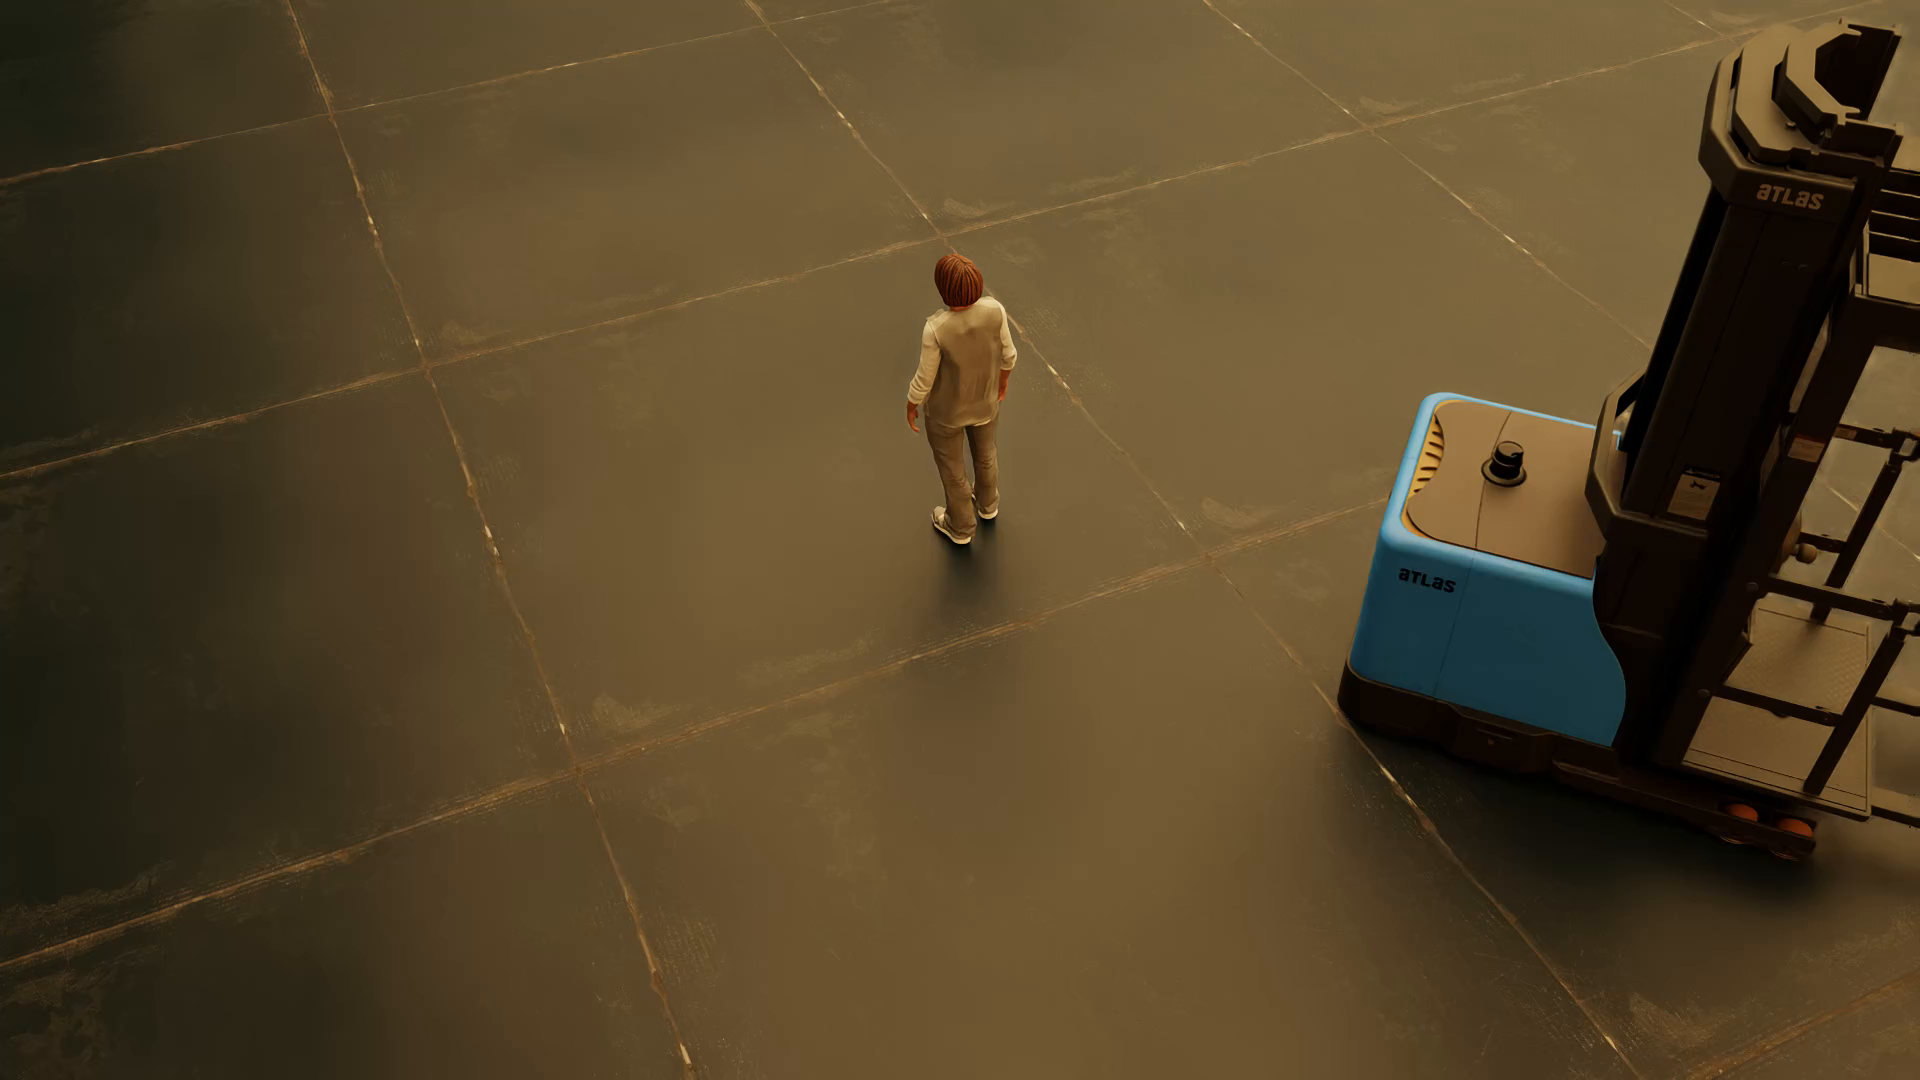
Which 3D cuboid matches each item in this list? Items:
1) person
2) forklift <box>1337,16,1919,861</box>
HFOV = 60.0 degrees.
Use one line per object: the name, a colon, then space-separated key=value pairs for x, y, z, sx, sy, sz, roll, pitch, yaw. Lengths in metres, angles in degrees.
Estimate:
person: x=-0.018 y=-0.639 z=7.332 sx=0.521 sy=1.596 sz=0.475 roll=-18 pitch=46 yaw=-18
forklift: x=3.156 y=-0.240 z=5.938 sx=3.031 sy=2.935 sz=1.130 roll=15 pitch=45 yaw=16
